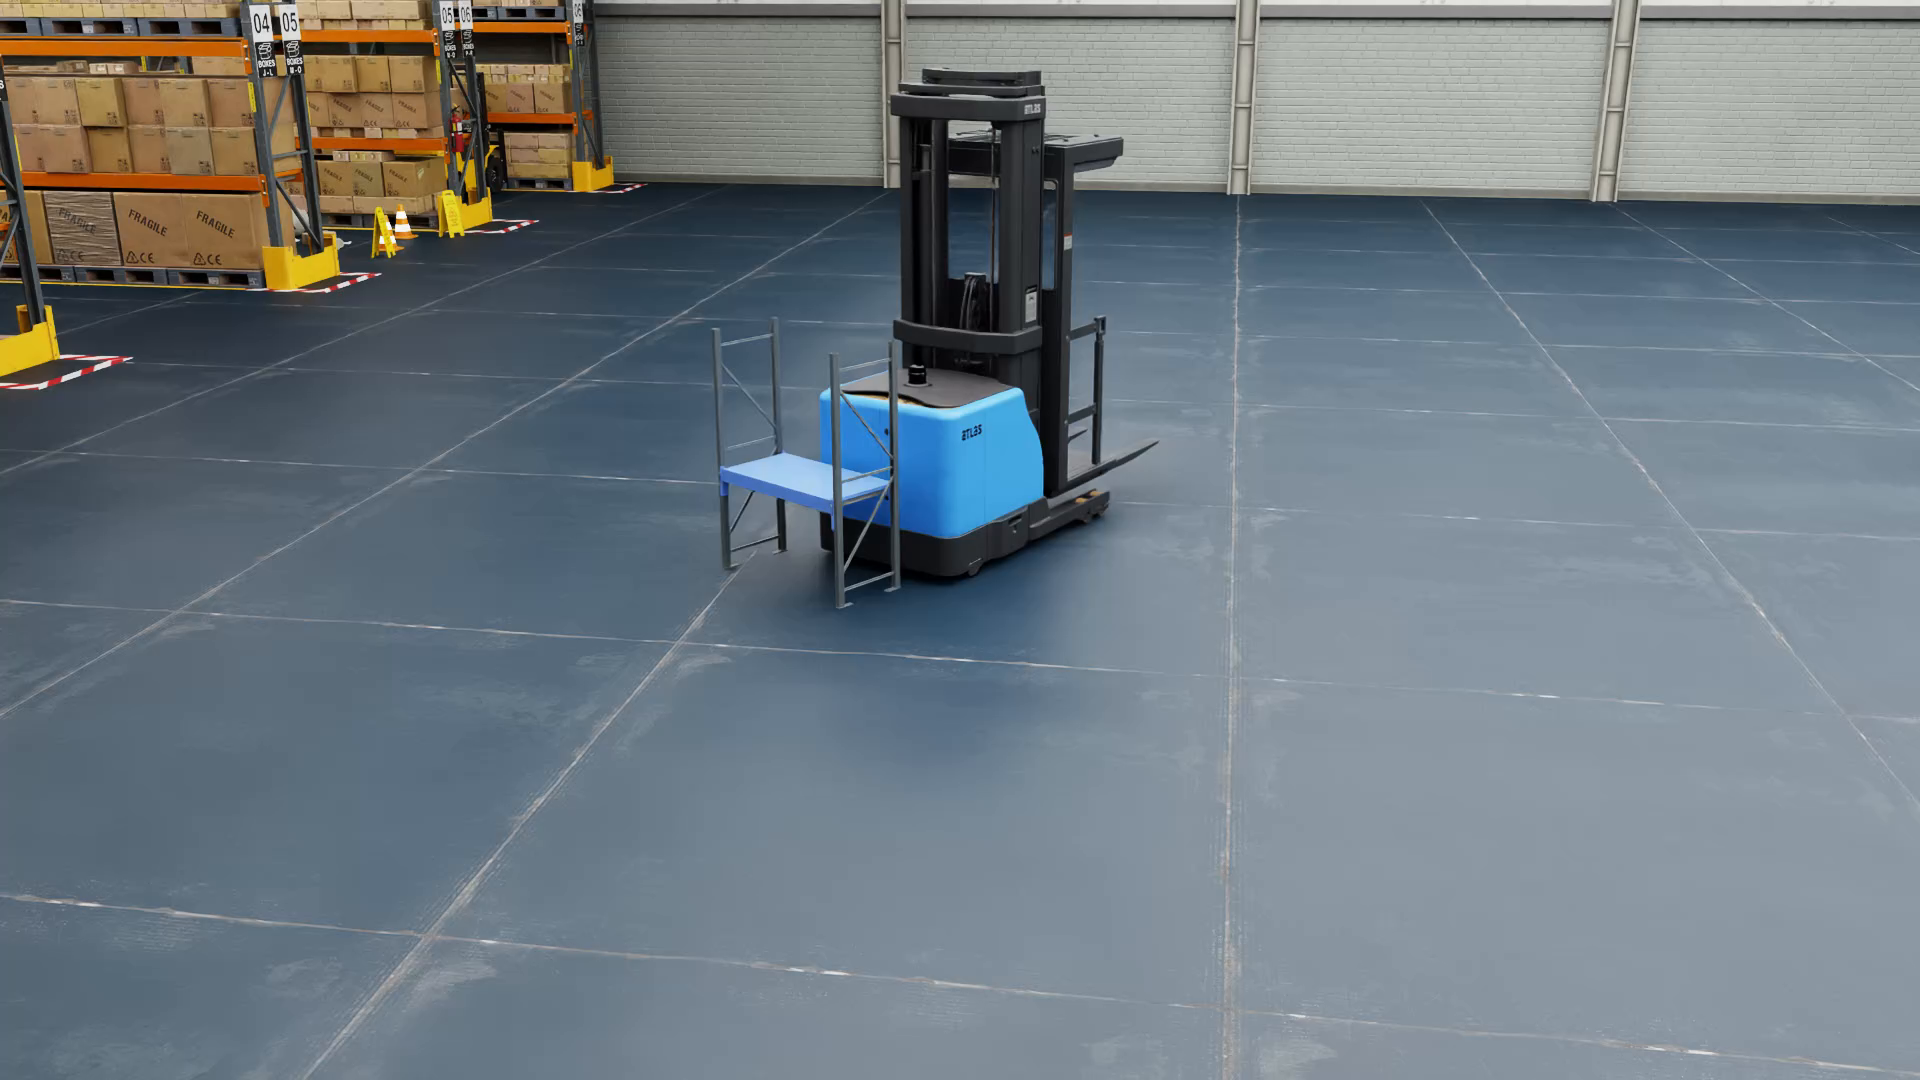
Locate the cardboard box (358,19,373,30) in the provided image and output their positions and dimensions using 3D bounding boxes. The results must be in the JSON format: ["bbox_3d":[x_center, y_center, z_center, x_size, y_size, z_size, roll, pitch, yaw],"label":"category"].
[{"bbox_3d":[-8.438,-7.411,23.894,0.250,0.149,0.380,3,19,9],"label":"cardboard box"}]

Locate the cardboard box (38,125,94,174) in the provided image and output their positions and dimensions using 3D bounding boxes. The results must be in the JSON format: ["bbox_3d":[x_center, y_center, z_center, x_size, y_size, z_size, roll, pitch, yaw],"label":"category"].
[{"bbox_3d":[-10.502,-4.735,19.990,0.550,0.550,0.875,3,19,9],"label":"cardboard box"}]

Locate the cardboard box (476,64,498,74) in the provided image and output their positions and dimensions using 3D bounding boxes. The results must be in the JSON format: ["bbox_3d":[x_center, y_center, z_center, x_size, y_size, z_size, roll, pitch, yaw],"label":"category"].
[{"bbox_3d":[-8.174,-8.154,28.796,0.250,0.149,0.380,3,19,10],"label":"cardboard box"}]

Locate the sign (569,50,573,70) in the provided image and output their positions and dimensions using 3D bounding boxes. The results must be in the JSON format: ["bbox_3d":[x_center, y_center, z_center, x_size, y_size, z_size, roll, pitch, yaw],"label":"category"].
[{"bbox_3d":[-6.611,-8.165,28.280,0.005,0.325,0.100,3,19,9],"label":"sign"}]

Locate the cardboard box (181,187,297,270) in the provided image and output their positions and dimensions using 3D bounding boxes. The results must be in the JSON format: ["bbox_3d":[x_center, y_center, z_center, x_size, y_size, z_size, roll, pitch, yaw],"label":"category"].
[{"bbox_3d":[-8.660,-3.767,20.020,0.875,0.875,0.875,3,19,9],"label":"cardboard box"}]

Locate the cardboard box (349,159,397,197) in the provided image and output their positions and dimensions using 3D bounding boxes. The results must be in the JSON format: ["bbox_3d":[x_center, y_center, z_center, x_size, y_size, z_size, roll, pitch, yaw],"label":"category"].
[{"bbox_3d":[-8.643,-5.352,24.561,0.500,0.500,0.500,4,19,11],"label":"cardboard box"}]

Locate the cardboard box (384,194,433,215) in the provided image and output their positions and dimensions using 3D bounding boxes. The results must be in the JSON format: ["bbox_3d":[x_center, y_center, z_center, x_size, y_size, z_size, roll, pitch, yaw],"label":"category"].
[{"bbox_3d":[-8.159,-4.970,24.602,0.500,0.250,0.500,3,19,8],"label":"cardboard box"}]

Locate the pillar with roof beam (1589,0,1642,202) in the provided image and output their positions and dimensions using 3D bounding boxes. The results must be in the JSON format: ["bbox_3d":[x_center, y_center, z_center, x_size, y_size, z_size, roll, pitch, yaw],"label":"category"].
[{"bbox_3d":[10.034,-8.581,22.266,0.400,9.000,9.100,3,19,9],"label":"pillar with roof beam"}]

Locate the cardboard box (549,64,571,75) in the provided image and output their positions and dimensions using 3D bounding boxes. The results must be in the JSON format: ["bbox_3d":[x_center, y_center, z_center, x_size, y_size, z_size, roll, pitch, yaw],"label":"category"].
[{"bbox_3d":[-6.898,-8.121,28.698,0.250,0.149,0.380,3,19,9],"label":"cardboard box"}]

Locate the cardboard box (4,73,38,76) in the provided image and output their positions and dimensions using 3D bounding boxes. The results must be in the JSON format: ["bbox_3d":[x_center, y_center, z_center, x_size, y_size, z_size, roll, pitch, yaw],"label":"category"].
[{"bbox_3d":[-11.570,-5.317,20.028,0.550,0.550,0.875,3,19,9],"label":"cardboard box"}]

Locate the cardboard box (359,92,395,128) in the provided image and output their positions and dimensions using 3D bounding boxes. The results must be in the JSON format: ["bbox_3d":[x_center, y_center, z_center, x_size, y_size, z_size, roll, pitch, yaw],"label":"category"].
[{"bbox_3d":[-8.368,-6.274,24.199,0.500,0.500,0.500,3,19,9],"label":"cardboard box"}]

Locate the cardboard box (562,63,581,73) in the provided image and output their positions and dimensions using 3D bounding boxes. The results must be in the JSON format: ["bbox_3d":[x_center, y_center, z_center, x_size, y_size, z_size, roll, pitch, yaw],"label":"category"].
[{"bbox_3d":[-6.809,-8.253,29.092,0.250,0.149,0.380,3,19,8],"label":"cardboard box"}]

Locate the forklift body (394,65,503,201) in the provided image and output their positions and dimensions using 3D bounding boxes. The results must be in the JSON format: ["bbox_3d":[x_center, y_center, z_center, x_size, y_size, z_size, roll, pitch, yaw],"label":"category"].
[{"bbox_3d":[-8.672,-6.794,27.719,1.214,2.155,2.313,3,19,9],"label":"forklift body"}]

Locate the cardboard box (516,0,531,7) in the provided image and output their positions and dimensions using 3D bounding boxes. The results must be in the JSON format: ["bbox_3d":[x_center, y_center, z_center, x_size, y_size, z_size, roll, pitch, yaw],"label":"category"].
[{"bbox_3d":[-7.377,-9.169,28.329,0.250,0.149,0.380,2,19,7],"label":"cardboard box"}]

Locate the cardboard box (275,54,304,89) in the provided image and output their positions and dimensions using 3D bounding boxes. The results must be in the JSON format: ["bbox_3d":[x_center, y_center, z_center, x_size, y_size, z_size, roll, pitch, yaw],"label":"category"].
[{"bbox_3d":[-9.851,-6.825,24.272,0.500,0.500,0.700,3,19,7],"label":"cardboard box"}]

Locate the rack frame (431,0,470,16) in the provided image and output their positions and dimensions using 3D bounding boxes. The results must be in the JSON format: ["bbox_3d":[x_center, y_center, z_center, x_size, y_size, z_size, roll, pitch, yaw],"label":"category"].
[{"bbox_3d":[-7.294,-8.962,23.407,0.127,3.000,1.000,3,19,9],"label":"rack frame"}]

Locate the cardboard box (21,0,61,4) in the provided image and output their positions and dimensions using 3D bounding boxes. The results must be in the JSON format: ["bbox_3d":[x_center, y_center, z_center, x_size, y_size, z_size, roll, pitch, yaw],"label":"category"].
[{"bbox_3d":[-10.494,-6.339,19.243,0.500,0.250,0.500,3,19,8],"label":"cardboard box"}]

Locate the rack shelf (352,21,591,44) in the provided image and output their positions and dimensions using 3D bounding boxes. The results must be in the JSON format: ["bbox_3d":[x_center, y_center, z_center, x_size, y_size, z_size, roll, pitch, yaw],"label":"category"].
[{"bbox_3d":[-8.485,-8.855,28.946,4.000,0.370,1.077,3,19,9],"label":"rack shelf"}]

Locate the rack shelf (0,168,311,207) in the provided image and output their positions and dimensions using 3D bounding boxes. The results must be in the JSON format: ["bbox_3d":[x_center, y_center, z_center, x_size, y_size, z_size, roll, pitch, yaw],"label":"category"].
[{"bbox_3d":[-9.954,-4.321,20.124,4.000,0.370,1.077,3,19,9],"label":"rack shelf"}]

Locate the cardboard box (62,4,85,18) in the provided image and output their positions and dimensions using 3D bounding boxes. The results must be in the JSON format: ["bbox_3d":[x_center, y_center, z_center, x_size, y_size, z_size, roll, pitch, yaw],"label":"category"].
[{"bbox_3d":[-10.122,-6.112,19.190,0.250,0.149,0.380,3,19,9],"label":"cardboard box"}]

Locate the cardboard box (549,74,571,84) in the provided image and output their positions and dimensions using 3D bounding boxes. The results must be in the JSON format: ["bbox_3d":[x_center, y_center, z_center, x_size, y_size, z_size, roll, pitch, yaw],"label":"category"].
[{"bbox_3d":[-6.898,-7.957,28.678,0.250,0.149,0.380,3,19,9],"label":"cardboard box"}]

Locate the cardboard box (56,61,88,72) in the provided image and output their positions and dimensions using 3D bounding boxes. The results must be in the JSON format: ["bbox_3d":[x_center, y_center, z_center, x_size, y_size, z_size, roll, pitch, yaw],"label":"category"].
[{"bbox_3d":[-13.533,-7.221,25.348,0.250,0.149,0.380,2,19,6],"label":"cardboard box"}]

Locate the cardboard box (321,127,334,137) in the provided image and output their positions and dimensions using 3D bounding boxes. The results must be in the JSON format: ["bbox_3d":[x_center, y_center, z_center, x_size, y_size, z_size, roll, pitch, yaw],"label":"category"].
[{"bbox_3d":[-9.204,-6.033,24.503,0.250,0.149,0.380,3,19,9],"label":"cardboard box"}]

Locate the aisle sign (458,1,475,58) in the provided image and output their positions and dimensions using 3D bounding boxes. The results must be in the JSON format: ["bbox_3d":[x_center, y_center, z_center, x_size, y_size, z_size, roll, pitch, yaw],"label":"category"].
[{"bbox_3d":[-7.184,-7.444,24.228,0.004,0.787,0.394,3,19,9],"label":"aisle sign"}]

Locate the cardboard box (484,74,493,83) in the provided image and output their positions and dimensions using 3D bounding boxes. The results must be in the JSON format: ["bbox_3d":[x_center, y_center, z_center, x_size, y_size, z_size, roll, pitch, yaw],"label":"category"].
[{"bbox_3d":[-8.168,-8.014,28.848,0.250,0.149,0.380,3,19,9],"label":"cardboard box"}]

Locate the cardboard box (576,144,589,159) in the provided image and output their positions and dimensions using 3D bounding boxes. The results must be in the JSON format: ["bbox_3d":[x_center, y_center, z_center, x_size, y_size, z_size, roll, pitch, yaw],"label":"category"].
[{"bbox_3d":[-6.942,-6.894,29.563,0.500,0.250,0.500,3,19,10],"label":"cardboard box"}]

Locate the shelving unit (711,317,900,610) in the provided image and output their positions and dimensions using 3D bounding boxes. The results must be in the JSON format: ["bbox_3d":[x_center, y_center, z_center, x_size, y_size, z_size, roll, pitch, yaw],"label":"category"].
[{"bbox_3d":[-0.912,-0.479,9.871,1.048,1.500,0.538,16,24,40],"label":"shelving unit"}]

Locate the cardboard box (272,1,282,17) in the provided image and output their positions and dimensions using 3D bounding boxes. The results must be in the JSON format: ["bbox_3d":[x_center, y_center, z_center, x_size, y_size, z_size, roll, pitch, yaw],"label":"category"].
[{"bbox_3d":[-9.850,-7.651,23.983,0.500,0.250,0.500,3,19,9],"label":"cardboard box"}]

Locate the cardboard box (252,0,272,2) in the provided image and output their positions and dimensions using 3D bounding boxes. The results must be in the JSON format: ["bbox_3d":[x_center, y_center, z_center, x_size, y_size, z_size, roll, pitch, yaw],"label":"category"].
[{"bbox_3d":[-8.416,-6.405,19.440,0.500,0.250,0.500,3,19,9],"label":"cardboard box"}]

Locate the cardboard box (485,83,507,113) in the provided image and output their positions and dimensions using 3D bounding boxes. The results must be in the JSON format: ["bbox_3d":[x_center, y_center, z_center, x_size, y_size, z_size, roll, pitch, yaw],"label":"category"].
[{"bbox_3d":[-8.055,-7.717,28.983,0.500,0.500,0.500,3,19,8],"label":"cardboard box"}]

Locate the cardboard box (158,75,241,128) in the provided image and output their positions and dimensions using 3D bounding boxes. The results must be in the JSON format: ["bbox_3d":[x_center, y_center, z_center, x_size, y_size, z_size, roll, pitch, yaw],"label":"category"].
[{"bbox_3d":[-8.898,-5.174,19.602,0.550,0.550,0.875,3,19,9],"label":"cardboard box"}]

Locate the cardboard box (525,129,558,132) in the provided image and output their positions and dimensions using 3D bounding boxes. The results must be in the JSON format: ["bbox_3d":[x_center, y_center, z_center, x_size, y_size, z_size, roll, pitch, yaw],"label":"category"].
[{"bbox_3d":[-7.449,-7.150,29.540,0.500,0.250,0.500,3,19,9],"label":"cardboard box"}]

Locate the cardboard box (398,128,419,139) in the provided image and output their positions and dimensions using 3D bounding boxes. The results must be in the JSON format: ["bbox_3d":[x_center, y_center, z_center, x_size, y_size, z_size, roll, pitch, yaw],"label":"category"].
[{"bbox_3d":[-7.965,-5.928,24.189,0.250,0.149,0.380,3,19,8],"label":"cardboard box"}]

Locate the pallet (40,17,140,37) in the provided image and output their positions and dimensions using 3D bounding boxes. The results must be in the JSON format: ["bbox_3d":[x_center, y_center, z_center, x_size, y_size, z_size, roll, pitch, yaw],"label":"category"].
[{"bbox_3d":[-9.922,-6.037,19.530,1.213,0.211,1.003,3,19,9],"label":"pallet"}]

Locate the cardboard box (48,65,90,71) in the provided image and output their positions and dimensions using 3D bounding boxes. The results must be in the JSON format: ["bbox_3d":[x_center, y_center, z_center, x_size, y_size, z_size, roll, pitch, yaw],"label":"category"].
[{"bbox_3d":[-16.050,-8.348,30.200,0.637,0.503,0.797,2,19,7],"label":"cardboard box"}]

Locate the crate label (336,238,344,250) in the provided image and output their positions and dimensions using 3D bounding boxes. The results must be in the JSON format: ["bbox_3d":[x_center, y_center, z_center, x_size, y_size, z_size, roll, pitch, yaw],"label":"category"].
[{"bbox_3d":[-8.550,-4.033,22.640,0.298,0.136,0.250,-7,20,-20],"label":"crate label"}]

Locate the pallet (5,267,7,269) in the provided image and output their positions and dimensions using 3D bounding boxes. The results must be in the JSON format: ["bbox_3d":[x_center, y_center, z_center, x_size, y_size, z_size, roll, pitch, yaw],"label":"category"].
[{"bbox_3d":[-12.703,-3.456,20.799,1.213,0.211,1.003,3,19,9],"label":"pallet"}]

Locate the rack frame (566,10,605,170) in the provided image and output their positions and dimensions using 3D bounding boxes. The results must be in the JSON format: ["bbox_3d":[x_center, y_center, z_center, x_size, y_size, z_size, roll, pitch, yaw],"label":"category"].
[{"bbox_3d":[-6.511,-7.673,29.007,0.127,3.000,1.000,3,19,9],"label":"rack frame"}]

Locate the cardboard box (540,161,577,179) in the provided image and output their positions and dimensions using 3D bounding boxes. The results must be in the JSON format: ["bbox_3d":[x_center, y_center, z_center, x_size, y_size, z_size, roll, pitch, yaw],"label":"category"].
[{"bbox_3d":[-7.025,-6.493,29.152,0.500,0.250,0.500,3,19,9],"label":"cardboard box"}]

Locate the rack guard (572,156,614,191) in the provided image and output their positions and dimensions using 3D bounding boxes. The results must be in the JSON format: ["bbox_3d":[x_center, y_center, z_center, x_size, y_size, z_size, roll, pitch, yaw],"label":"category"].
[{"bbox_3d":[-6.487,-6.486,29.400,0.348,0.500,1.175,3,19,9],"label":"rack guard"}]

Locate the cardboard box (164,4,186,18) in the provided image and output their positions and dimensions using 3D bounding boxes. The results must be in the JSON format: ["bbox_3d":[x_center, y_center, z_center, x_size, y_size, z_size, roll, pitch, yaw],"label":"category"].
[{"bbox_3d":[-8.864,-6.048,19.000,0.250,0.149,0.380,3,19,9],"label":"cardboard box"}]

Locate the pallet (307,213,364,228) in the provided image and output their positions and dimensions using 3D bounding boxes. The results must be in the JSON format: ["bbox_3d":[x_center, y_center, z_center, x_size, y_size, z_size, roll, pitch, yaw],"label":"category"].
[{"bbox_3d":[-9.367,-4.913,25.154,1.213,0.211,1.003,3,19,9],"label":"pallet"}]

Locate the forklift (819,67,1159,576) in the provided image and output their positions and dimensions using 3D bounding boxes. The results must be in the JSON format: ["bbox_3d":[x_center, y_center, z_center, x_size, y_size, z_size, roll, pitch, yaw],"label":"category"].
[{"bbox_3d":[0.360,-1.582,10.913,1.130,2.935,3.031,12,22,32],"label":"forklift"}]

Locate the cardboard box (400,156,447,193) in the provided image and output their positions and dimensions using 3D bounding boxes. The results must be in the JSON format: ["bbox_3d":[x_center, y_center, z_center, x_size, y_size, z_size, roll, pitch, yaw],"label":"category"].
[{"bbox_3d":[-8.071,-5.497,24.993,0.500,0.500,0.500,2,19,7],"label":"cardboard box"}]
